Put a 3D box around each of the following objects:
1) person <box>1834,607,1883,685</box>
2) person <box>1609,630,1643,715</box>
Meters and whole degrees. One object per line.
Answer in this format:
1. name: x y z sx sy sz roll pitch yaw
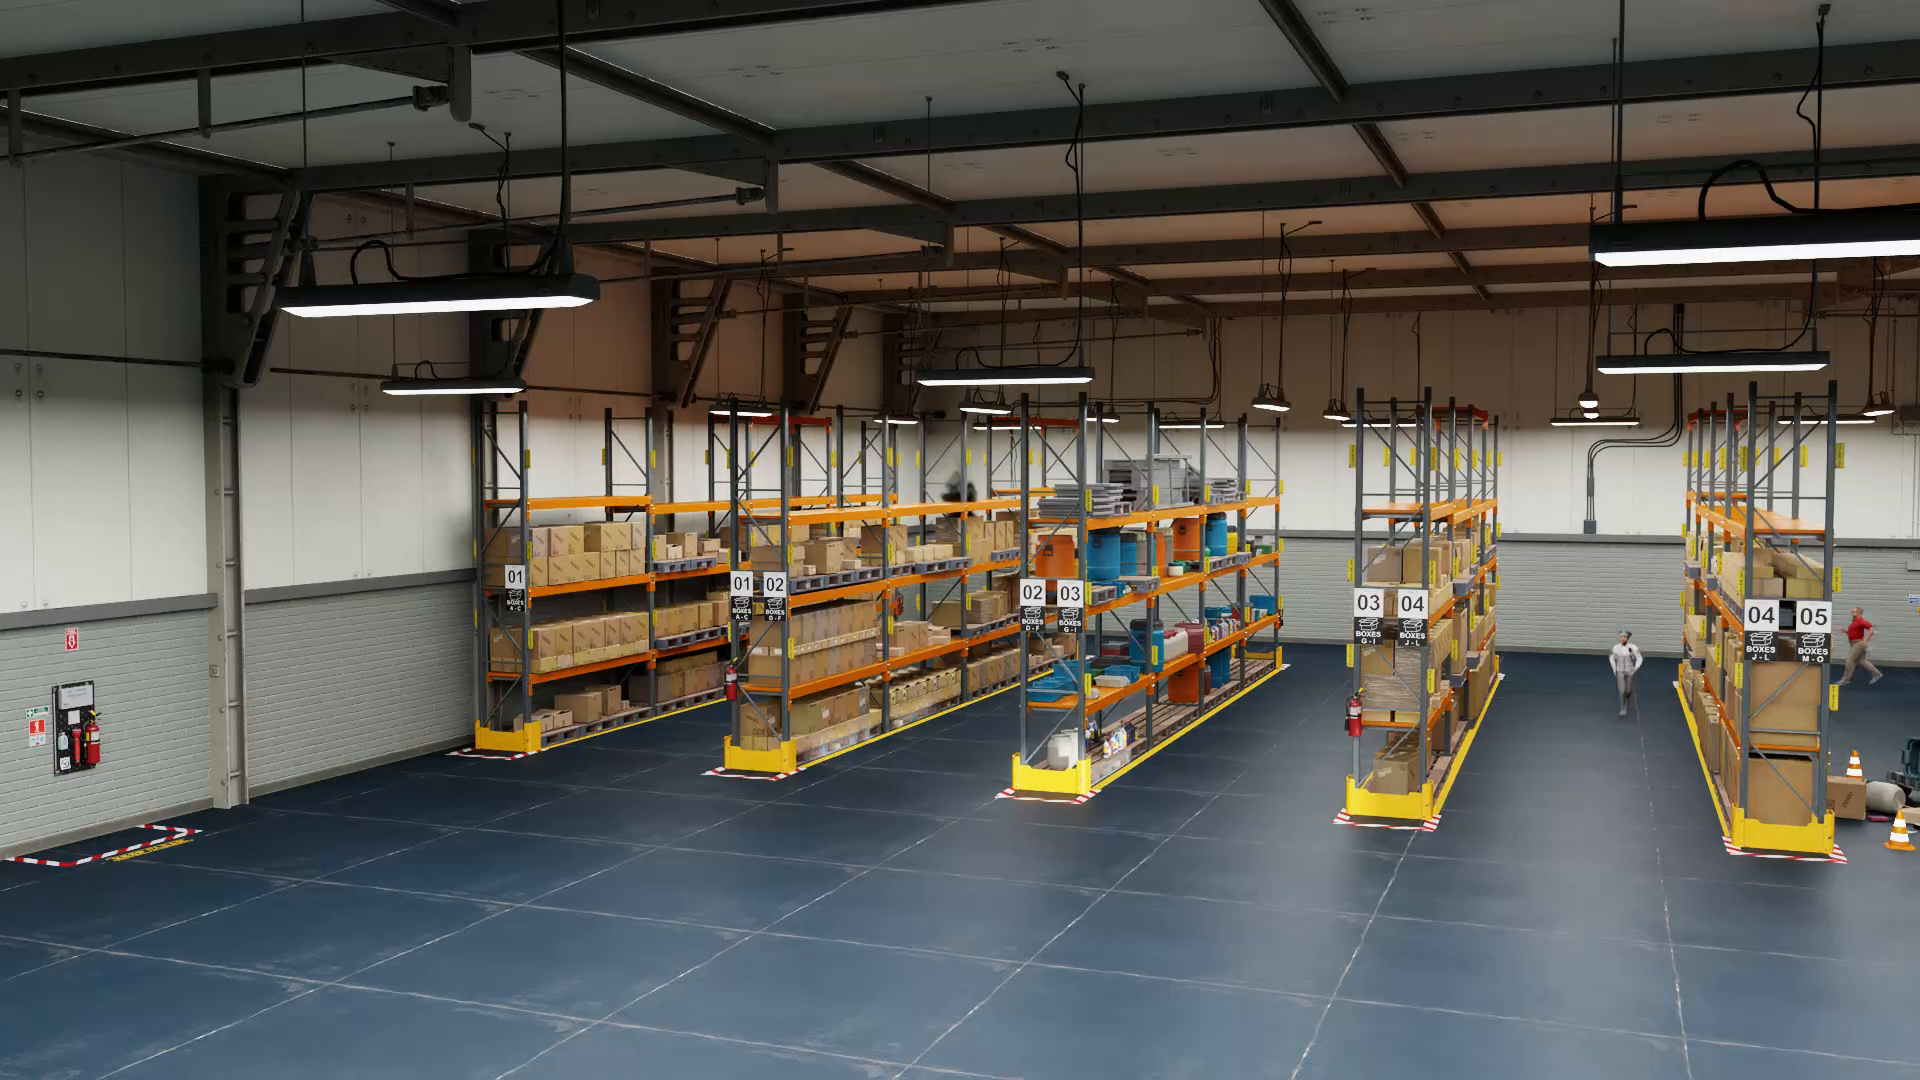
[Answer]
1. person: 19.742 2.339 36.501 0.984 1.723 0.658 1 3 20
2. person: 13.078 2.591 32.682 0.616 1.673 0.537 1 3 27
